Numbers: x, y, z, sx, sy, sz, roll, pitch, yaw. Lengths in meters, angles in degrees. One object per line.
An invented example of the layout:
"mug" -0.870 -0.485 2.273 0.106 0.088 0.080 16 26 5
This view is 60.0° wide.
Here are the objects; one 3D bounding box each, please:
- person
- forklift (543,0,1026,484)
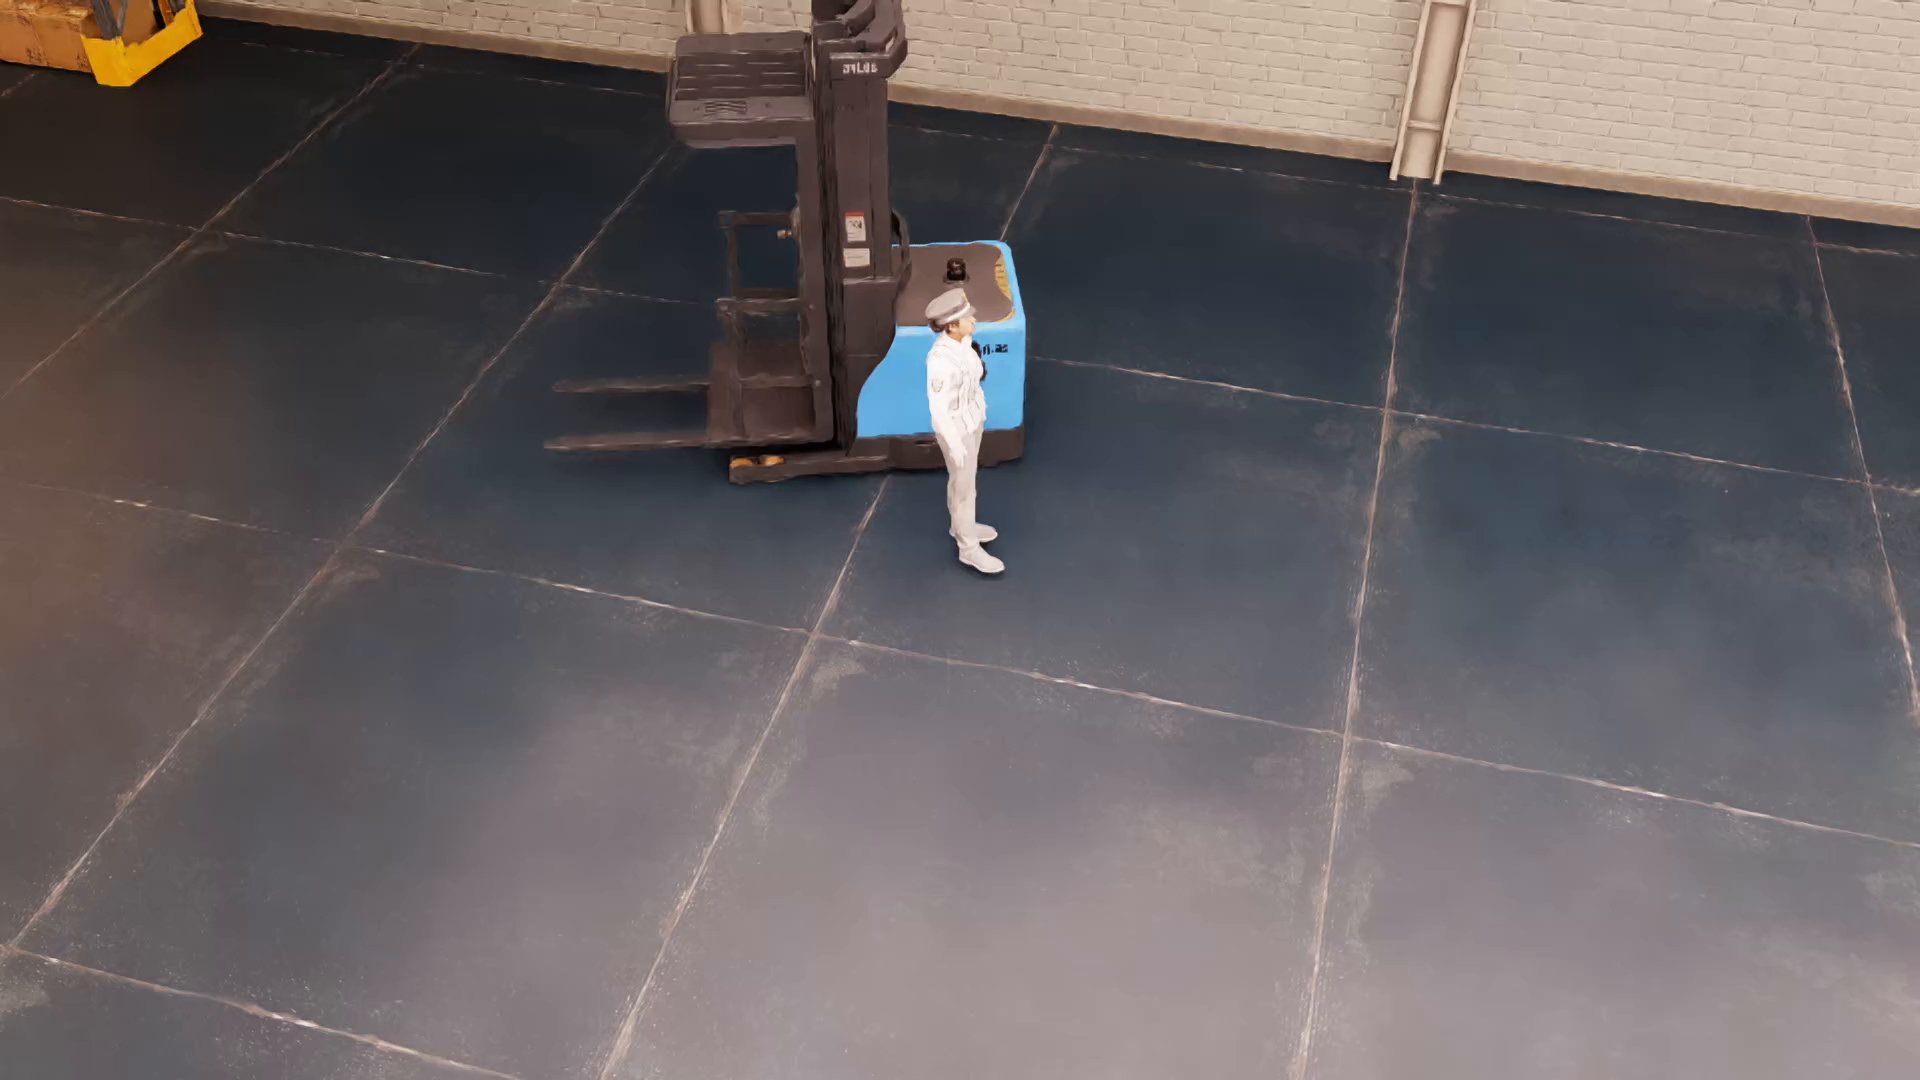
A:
"person" 0.062 -0.657 9.477 0.534 1.695 0.586 10 42 11
"forklift" -1.135 -1.822 9.939 3.031 2.935 1.130 -3 41 -4
